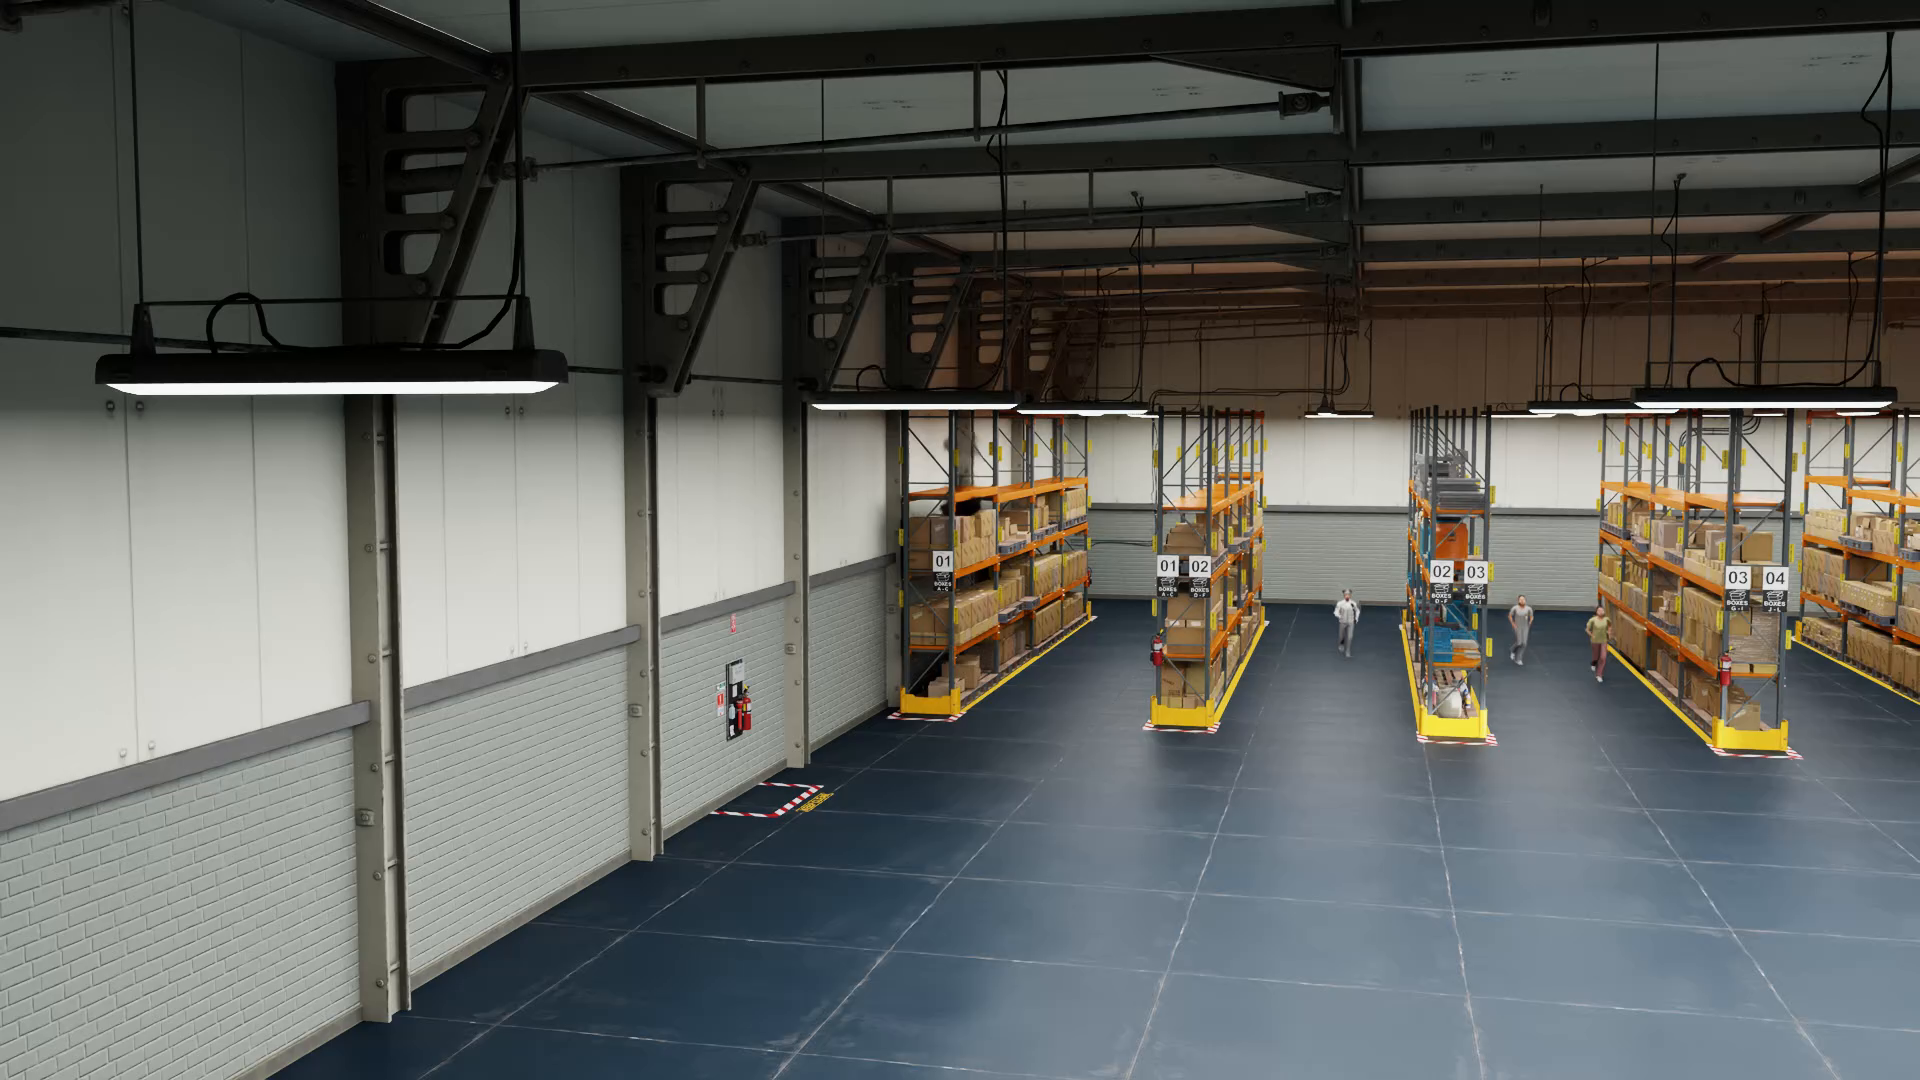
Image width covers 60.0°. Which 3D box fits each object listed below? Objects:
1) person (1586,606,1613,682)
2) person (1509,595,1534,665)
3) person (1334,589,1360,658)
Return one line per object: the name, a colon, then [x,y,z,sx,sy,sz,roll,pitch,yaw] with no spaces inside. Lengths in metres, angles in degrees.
person: [14.171,2.279,36.865,0.589,1.668,0.796,1,4,10]
person: [13.212,2.108,39.108,0.556,1.637,0.585,0,4,5]
person: [9.390,2.002,40.298,0.625,1.654,0.707,1,4,8]
